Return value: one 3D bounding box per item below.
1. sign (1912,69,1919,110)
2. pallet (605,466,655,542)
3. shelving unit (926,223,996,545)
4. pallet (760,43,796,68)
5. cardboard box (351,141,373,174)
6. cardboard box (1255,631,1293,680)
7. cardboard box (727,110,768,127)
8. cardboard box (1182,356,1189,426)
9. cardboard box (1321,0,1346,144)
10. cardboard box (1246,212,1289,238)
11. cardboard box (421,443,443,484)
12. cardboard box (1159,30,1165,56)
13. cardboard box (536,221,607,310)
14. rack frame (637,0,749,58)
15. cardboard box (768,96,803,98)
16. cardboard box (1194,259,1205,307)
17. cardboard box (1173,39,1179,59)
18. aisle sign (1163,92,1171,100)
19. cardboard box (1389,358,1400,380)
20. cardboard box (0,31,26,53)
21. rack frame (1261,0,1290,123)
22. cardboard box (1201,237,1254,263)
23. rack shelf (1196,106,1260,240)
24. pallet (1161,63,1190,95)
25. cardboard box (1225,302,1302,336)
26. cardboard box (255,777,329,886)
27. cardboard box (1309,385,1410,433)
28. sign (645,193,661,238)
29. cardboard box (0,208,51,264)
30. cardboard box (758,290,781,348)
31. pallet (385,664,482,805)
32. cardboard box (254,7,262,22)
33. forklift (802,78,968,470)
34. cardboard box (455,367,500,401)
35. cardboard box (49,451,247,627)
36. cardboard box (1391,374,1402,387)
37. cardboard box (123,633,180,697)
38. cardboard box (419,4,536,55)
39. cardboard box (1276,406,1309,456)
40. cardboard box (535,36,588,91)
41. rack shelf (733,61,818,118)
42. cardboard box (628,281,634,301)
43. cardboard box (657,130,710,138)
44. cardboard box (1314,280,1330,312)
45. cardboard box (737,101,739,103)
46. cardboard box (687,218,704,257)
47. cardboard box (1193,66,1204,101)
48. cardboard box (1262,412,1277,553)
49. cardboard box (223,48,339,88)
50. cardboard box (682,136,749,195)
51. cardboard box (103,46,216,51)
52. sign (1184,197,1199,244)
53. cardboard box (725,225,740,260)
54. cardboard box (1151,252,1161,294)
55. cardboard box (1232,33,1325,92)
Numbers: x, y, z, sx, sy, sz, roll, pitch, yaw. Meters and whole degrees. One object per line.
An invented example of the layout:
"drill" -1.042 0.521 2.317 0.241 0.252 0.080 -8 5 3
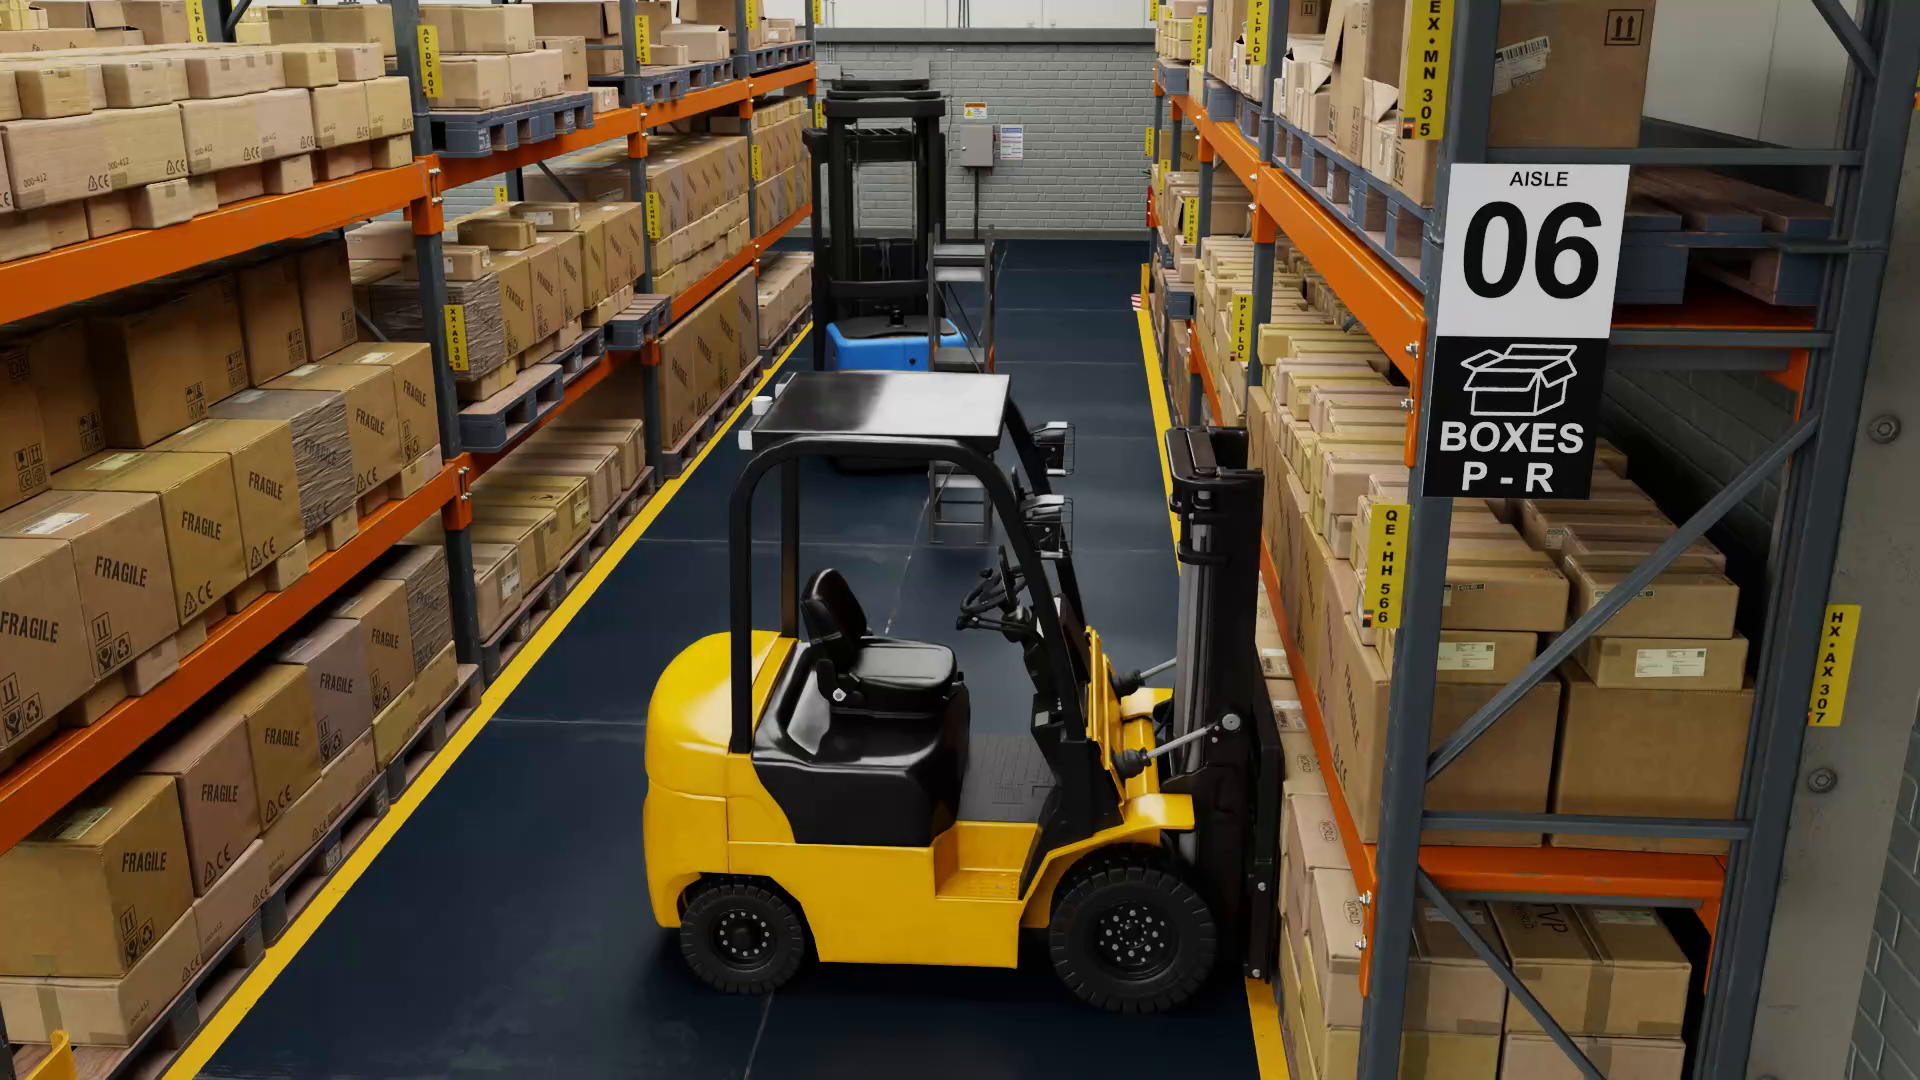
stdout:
"sign" 2.162 -1.117 3.667 0.100 0.325 0.005 1 18 4
"pallet" -2.826 -0.279 11.937 1.003 0.211 1.213 1 18 4
"shelving unit" 0.012 -1.049 11.253 0.431 2.100 0.503 1 18 4
"pallet" -2.323 -5.105 17.509 1.003 0.211 1.213 1 18 4
"cardboard box" -2.880 -1.730 7.471 0.380 0.149 0.250 2 18 5
"cardboard box" 1.477 0.593 6.931 0.500 0.250 0.500 2 18 6
"cardboard box" -2.143 -4.249 16.764 0.380 0.149 0.250 1 18 4
"cardboard box" 2.079 -1.203 13.618 0.500 0.500 0.500 2 18 6
"cardboard box" 1.651 -1.614 5.714 0.797 0.503 0.637 2 18 6
"cardboard box" 2.375 -2.141 12.305 0.500 0.500 0.500 2 18 7
"cardboard box" -2.775 -0.379 8.165 0.380 0.149 0.250 1 18 3
"cardboard box" 2.386 -5.269 17.632 0.500 0.250 0.500 1 18 2
"cardboard box" -2.585 -1.771 10.697 0.500 0.500 0.500 0 18 0
"rack frame" -2.482 -5.940 15.100 1.000 3.000 0.127 1 18 4
"cardboard box" -2.021 -5.047 19.200 0.380 0.149 0.250 2 18 5
"cardboard box" 1.882 -1.772 11.452 0.500 0.250 0.500 1 18 4
"cardboard box" 1.953 -4.053 13.726 0.380 0.149 0.250 2 18 5
"aisle sign" 2.468 -5.485 19.171 0.394 0.787 0.004 1 18 4
"cardboard box" 2.115 -0.809 7.396 0.380 0.149 0.250 1 18 2
"cardboard box" -7.407 -3.571 12.525 0.500 0.500 0.500 1 18 4
"rack frame" 1.896 -3.346 7.183 1.000 3.000 0.127 1 18 4
"cardboard box" 1.866 -2.001 11.510 0.380 0.149 0.250 2 18 6
"rack shelf" 2.039 -2.200 9.658 1.077 0.370 4.000 1 18 4
"pallet" 2.281 -3.793 13.665 1.213 0.211 1.003 1 18 4
"cardboard box" 1.656 -1.202 9.072 0.380 0.149 0.250 1 18 2
"cardboard box" -2.938 1.172 6.770 0.500 0.250 0.500 3 18 8
"cardboard box" 1.564 -0.498 6.446 0.380 0.149 0.250 1 18 4
"sign" -2.227 -2.351 12.047 0.100 0.325 0.005 1 18 4
"cardboard box" -3.012 -0.929 5.028 0.380 0.149 0.250 2 18 5
"cardboard box" -2.330 -2.264 16.956 0.875 0.438 0.875 1 18 3
"pallet" -3.068 0.930 8.247 1.003 0.211 1.213 1 18 4
"cardboard box" -7.150 -5.198 16.449 0.380 0.149 0.250 1 18 3
"forklift" -0.705 -2.356 13.906 1.130 2.935 3.031 -3 18 -10
"cardboard box" -2.701 -0.850 8.928 0.380 0.149 0.250 2 18 5
"cardboard box" -2.963 -0.012 6.003 0.500 0.500 0.500 1 18 3
"cardboard box" 2.146 -0.667 7.439 0.380 0.149 0.250 1 18 2
"cardboard box" -2.944 0.419 5.731 0.380 0.149 0.250 2 18 5
"cardboard box" -2.588 -2.724 8.864 0.500 0.250 0.500 1 18 3
"cardboard box" 1.491 -0.439 6.745 0.380 0.149 0.250 1 18 3
"cardboard box" -2.847 -3.026 10.863 0.700 0.500 0.500 1 18 4
"rack shelf" -2.339 -4.794 17.575 1.077 0.370 4.000 1 18 4
"cardboard box" -2.505 -1.735 11.631 0.380 0.149 0.250 2 18 5
"cardboard box" -2.724 -3.765 16.329 0.500 0.500 0.500 1 18 3
"cardboard box" 2.291 -1.428 9.761 0.380 0.149 0.250 1 18 4
"cardboard box" -2.545 -4.733 18.241 0.380 0.149 0.250 1 18 4
"cardboard box" -2.400 -2.480 13.613 0.500 0.250 0.500 1 18 4
"cardboard box" 2.012 -3.413 12.444 0.500 0.250 0.500 1 18 4
"cardboard box" 1.583 -0.249 7.204 0.500 0.500 0.500 2 18 5
"cardboard box" -2.798 -1.942 6.837 0.380 0.149 0.250 2 18 6
"cardboard box" -2.264 -3.468 15.423 0.500 0.500 0.500 2 18 6
"cardboard box" -3.421 -2.036 7.125 0.380 0.149 0.250 1 18 2
"sign" 1.640 -2.259 11.769 0.100 0.325 0.005 1 18 4
"cardboard box" -2.300 -2.715 15.133 0.500 0.250 0.500 1 18 3
"cardboard box" 2.617 -3.048 19.241 0.797 0.503 0.637 1 18 2
"cardboard box" 1.759 -2.594 9.013 0.500 0.311 0.500 1 18 2
